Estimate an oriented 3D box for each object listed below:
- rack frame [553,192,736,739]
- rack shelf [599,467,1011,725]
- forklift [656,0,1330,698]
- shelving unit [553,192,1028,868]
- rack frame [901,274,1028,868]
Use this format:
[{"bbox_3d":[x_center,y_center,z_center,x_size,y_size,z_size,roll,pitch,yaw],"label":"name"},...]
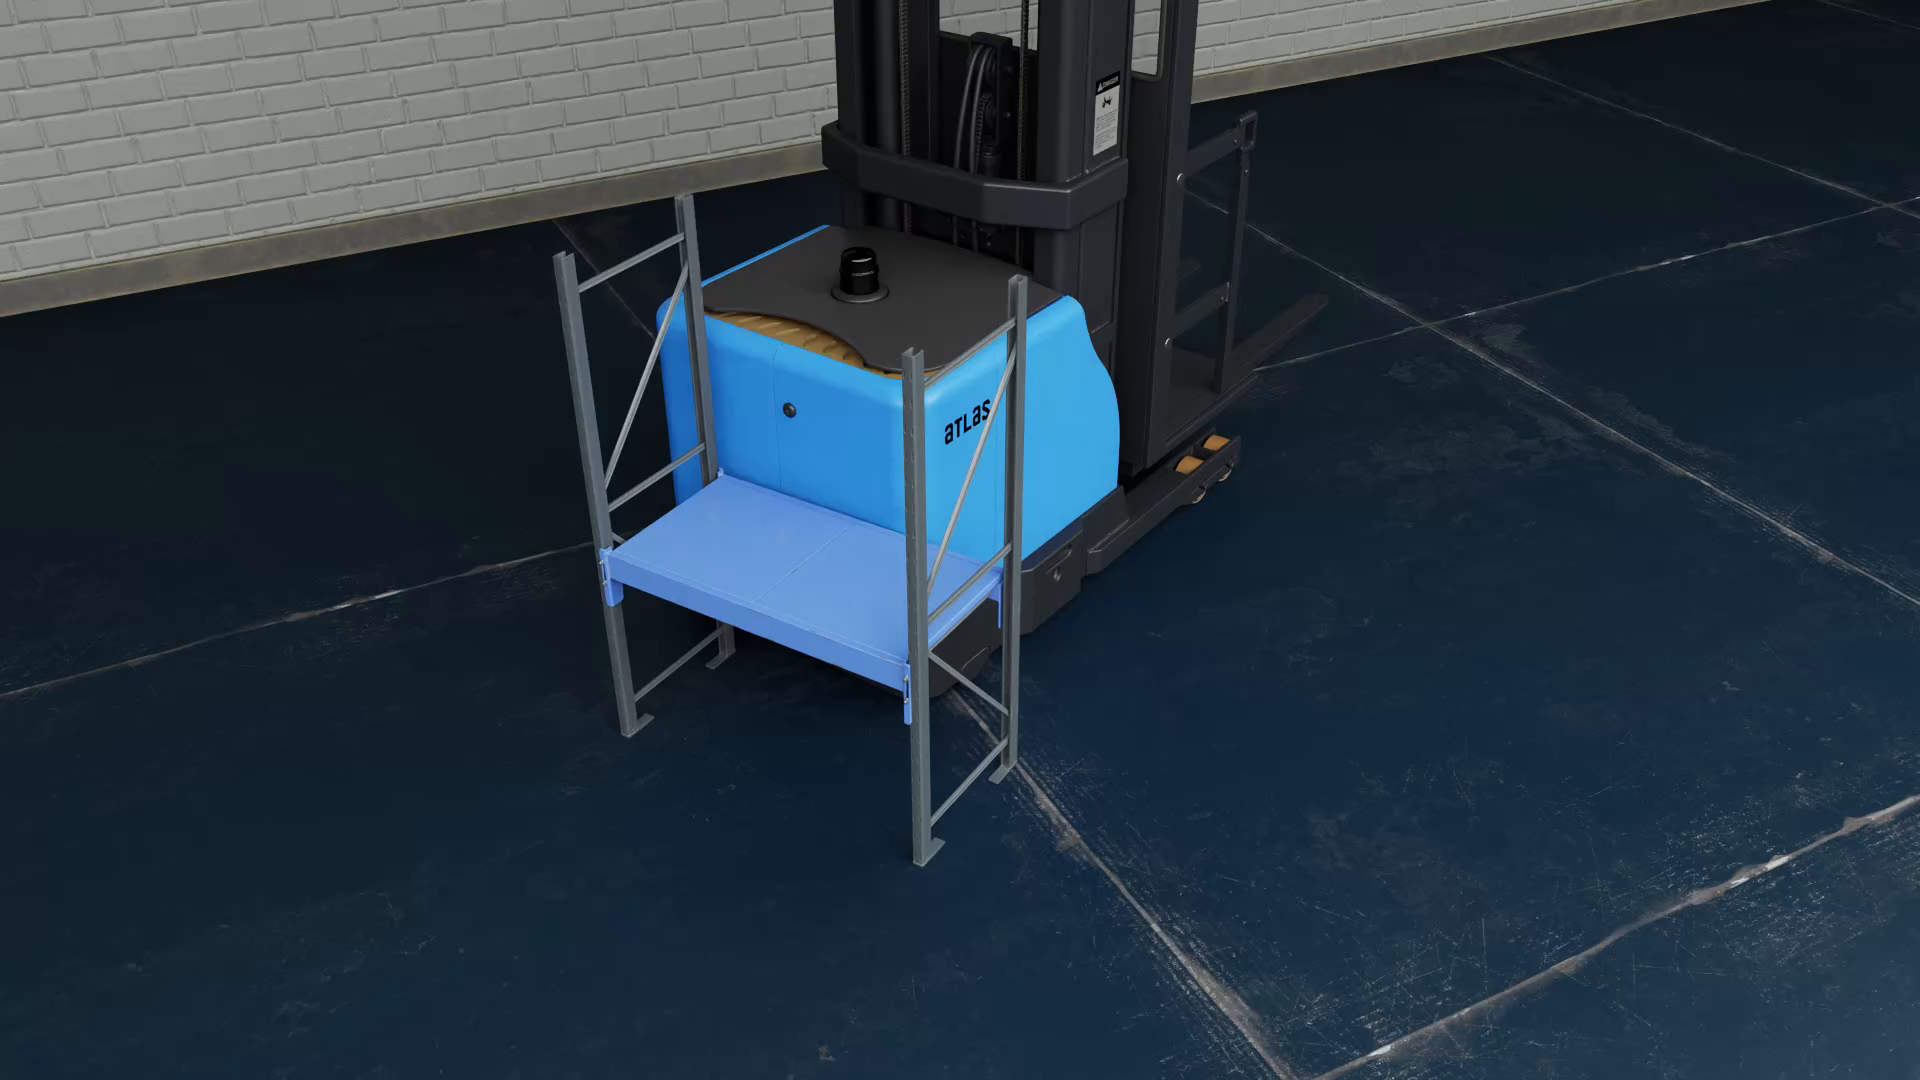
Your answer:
[{"bbox_3d":[-0.847,-0.171,4.624,0.032,1.500,0.500,18,37,26],"label":"rack frame"},{"bbox_3d":[-0.414,0.125,4.497,1.000,0.185,0.538,18,37,26],"label":"rack shelf"},{"bbox_3d":[0.371,-1.506,5.384,1.130,2.935,3.031,22,39,30],"label":"forklift"},{"bbox_3d":[-0.414,-0.026,4.399,1.048,1.500,0.538,18,37,26],"label":"shelving unit"},{"bbox_3d":[0.018,0.118,4.174,0.032,1.500,0.500,18,37,26],"label":"rack frame"}]
